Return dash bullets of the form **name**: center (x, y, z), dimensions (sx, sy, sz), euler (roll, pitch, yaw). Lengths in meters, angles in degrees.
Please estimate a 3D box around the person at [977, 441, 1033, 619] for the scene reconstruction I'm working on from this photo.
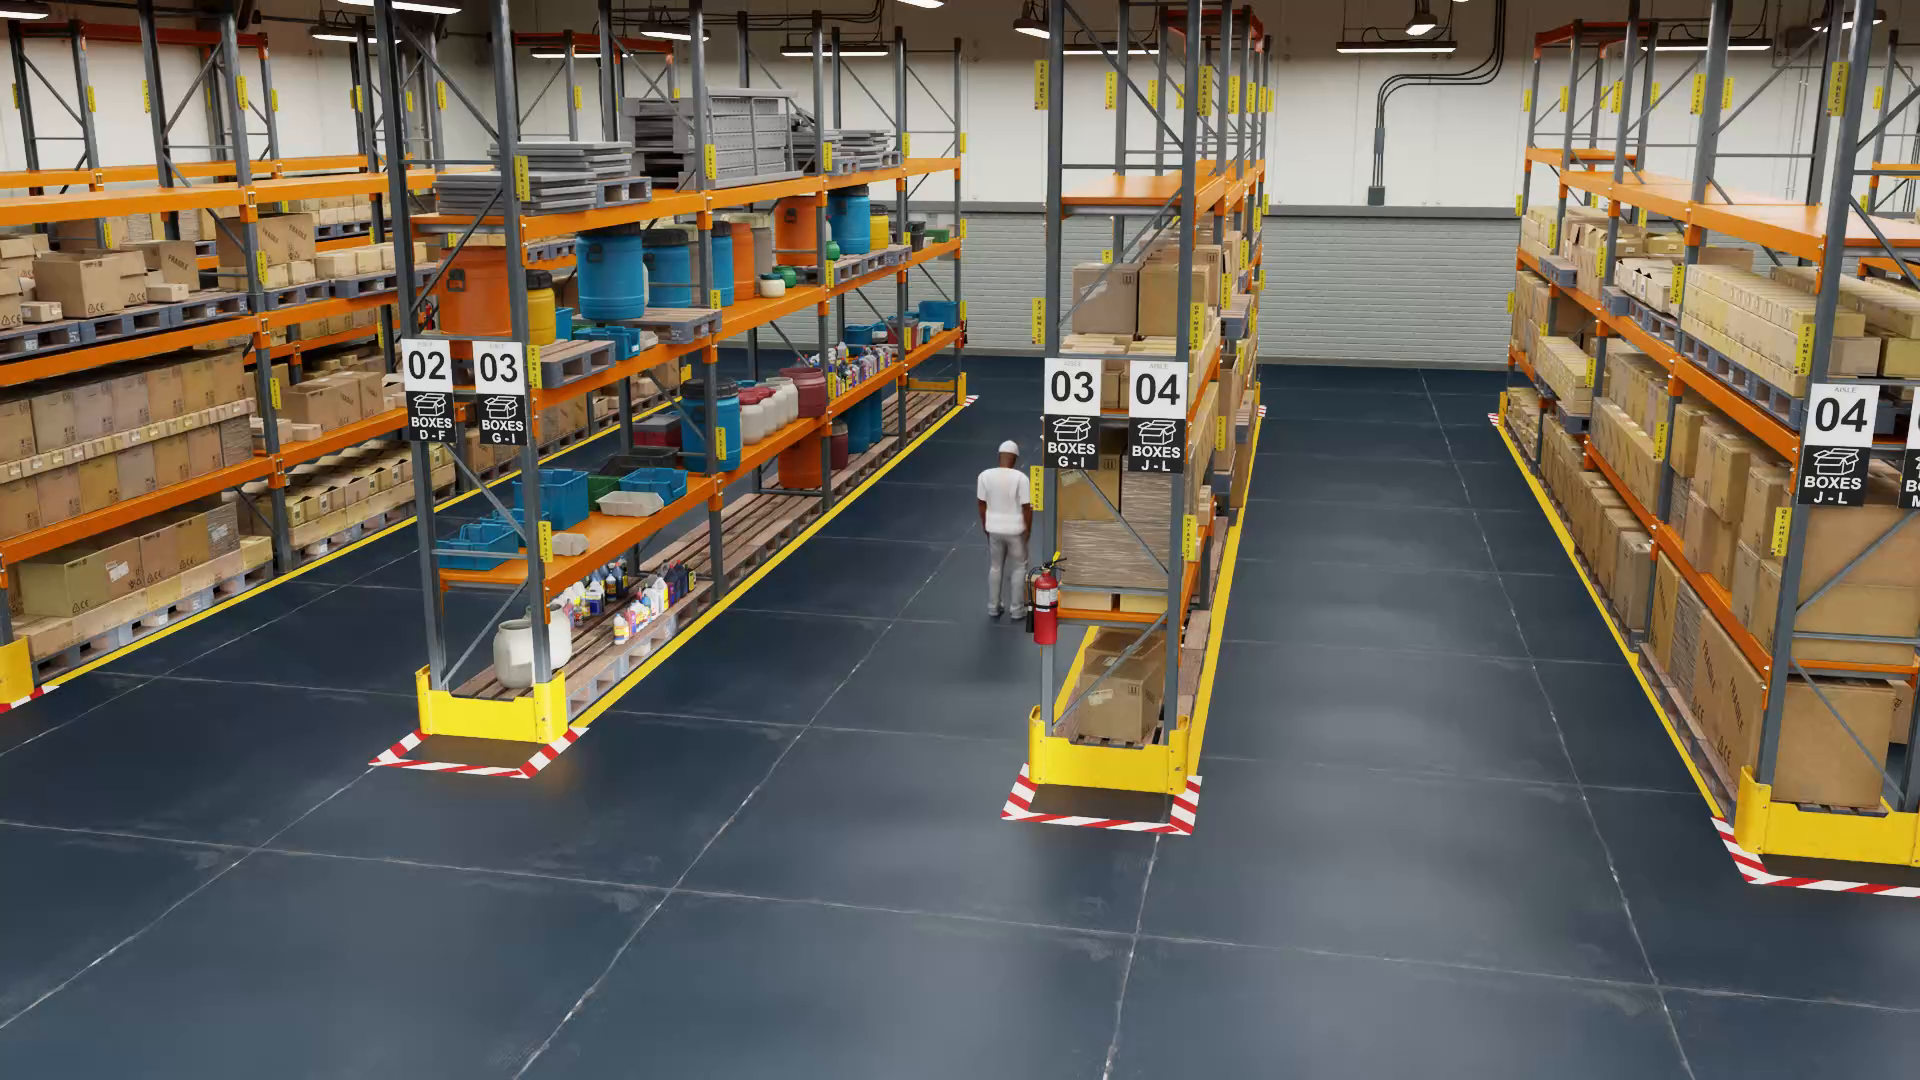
- **person**: center (0.457, -0.107, 16.422), dimensions (0.578, 1.744, 0.396), euler (7, 16, 25)
